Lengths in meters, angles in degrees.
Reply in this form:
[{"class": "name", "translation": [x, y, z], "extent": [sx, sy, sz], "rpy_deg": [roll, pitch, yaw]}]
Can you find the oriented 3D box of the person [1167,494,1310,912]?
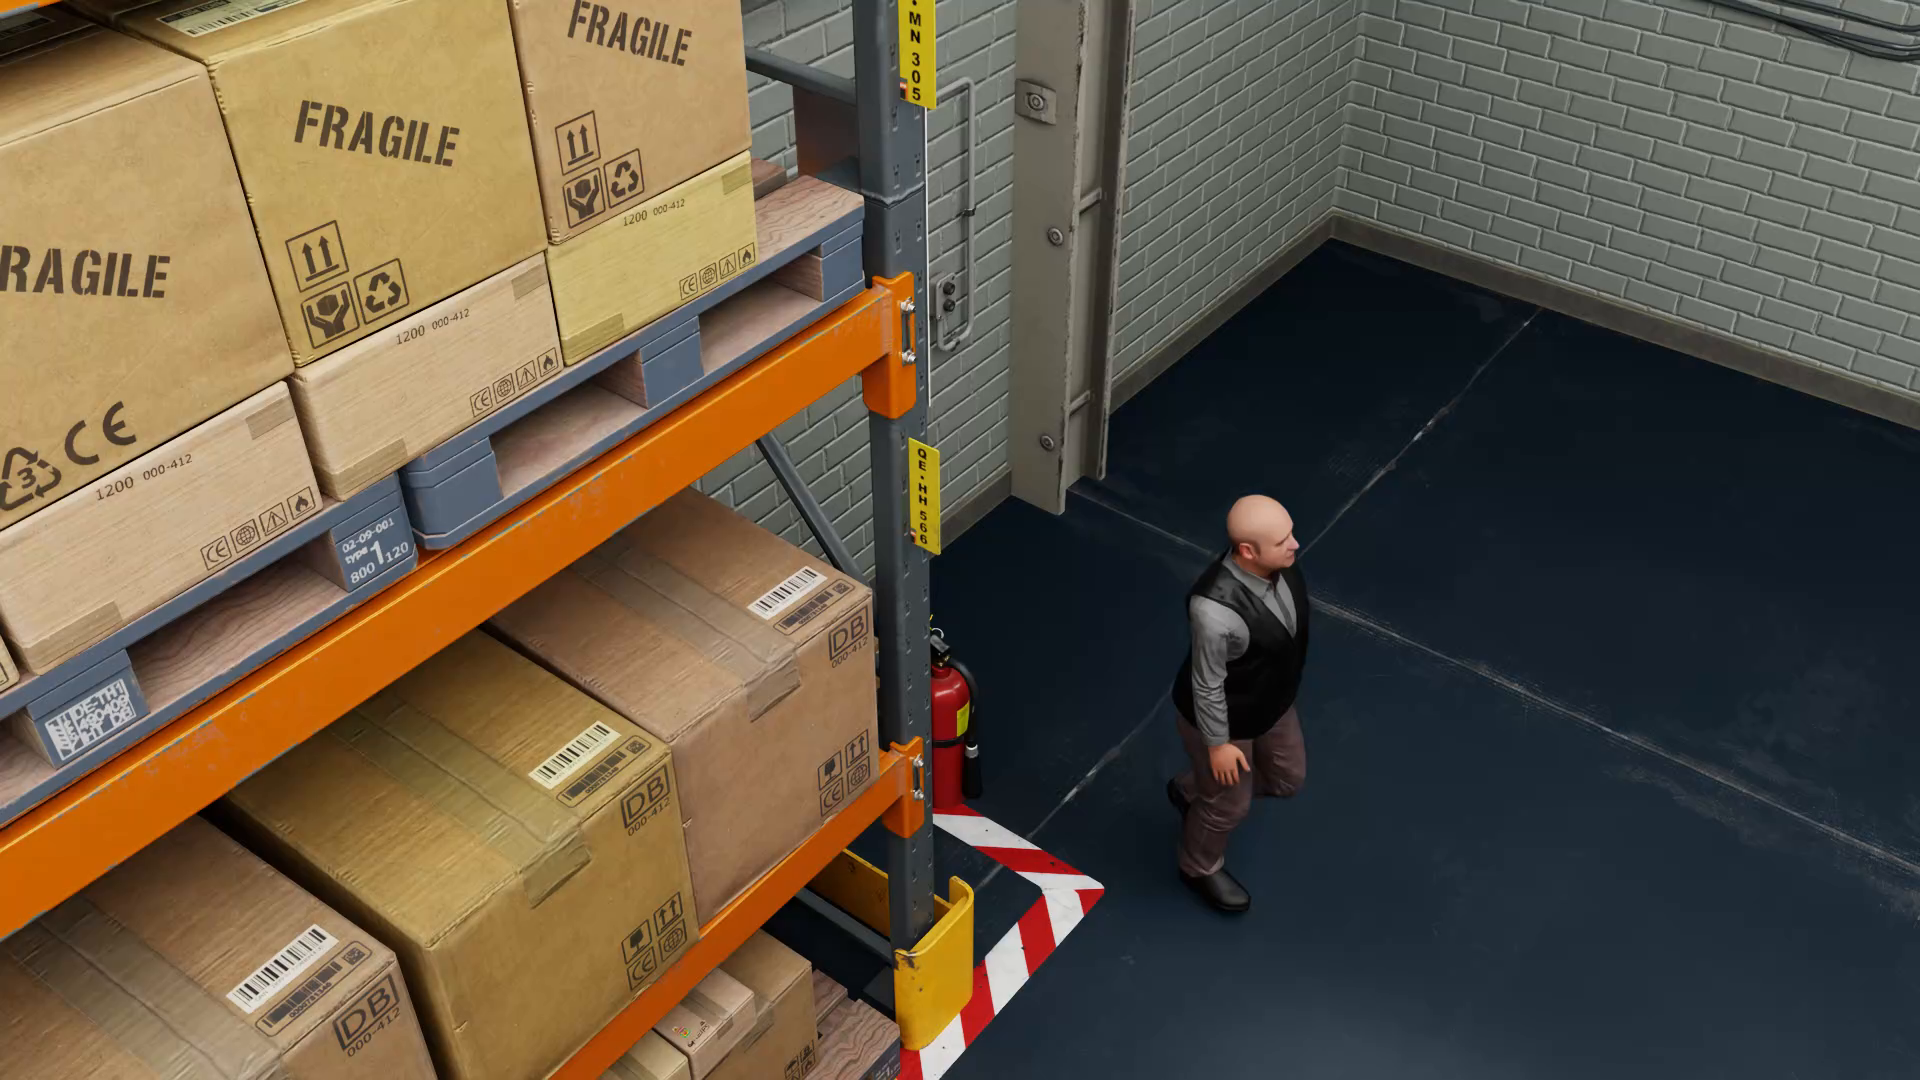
[{"class": "person", "translation": [0.887, 0.529, 5.471], "extent": [0.485, 1.712, 0.546], "rpy_deg": [27, 46, 29]}]
